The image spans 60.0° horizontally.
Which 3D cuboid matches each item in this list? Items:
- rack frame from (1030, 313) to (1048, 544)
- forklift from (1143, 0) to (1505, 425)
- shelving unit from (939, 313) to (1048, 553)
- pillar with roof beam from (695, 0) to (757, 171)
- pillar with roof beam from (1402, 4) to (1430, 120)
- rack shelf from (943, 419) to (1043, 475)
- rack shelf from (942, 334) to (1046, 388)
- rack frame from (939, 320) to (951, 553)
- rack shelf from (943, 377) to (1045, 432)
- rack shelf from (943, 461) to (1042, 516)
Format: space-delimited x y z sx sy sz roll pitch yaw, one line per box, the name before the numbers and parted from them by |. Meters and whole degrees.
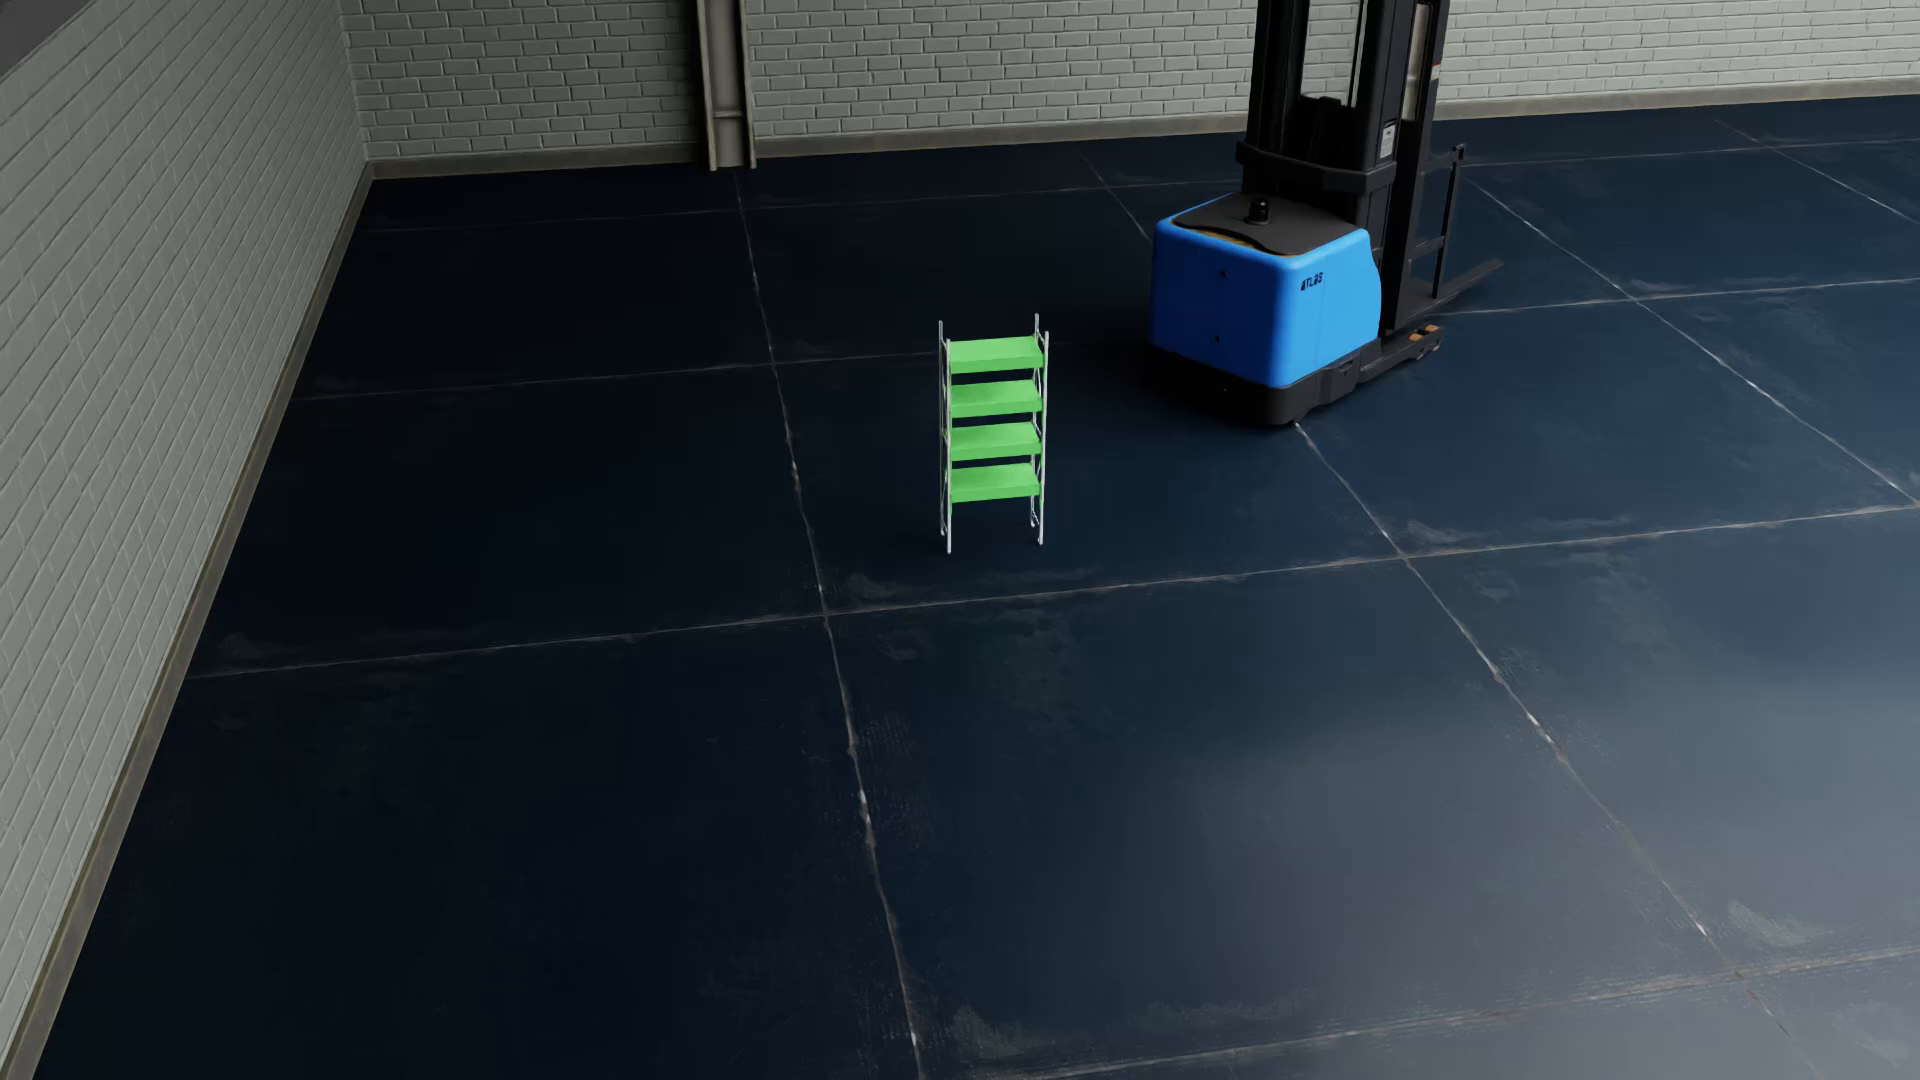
rack frame | 0.403 -0.555 8.509 0.015 1.200 0.240 -5 31 -9
forklift | 2.520 -2.588 10.260 1.130 2.935 3.031 26 39 37
shelving unit | 0.163 -0.532 8.472 0.503 1.200 0.258 -5 31 -9
pillar with roof beam | -1.173 -4.948 8.286 0.400 9.000 9.100 -5 31 -9
pillar with roof beam | 4.729 -5.495 9.218 0.400 9.000 9.100 -5 31 -9
rack shelf | 0.163 -0.477 8.504 0.480 0.148 0.258 -5 31 -9
rack shelf | 0.163 -0.891 8.261 0.480 0.148 0.258 -5 31 -9
rack frame | -0.077 -0.510 8.434 0.015 1.200 0.240 -5 31 -9
rack shelf | 0.163 -0.684 8.382 0.480 0.148 0.258 -5 31 -9
rack shelf | 0.163 -0.270 8.626 0.480 0.148 0.258 -5 31 -9
